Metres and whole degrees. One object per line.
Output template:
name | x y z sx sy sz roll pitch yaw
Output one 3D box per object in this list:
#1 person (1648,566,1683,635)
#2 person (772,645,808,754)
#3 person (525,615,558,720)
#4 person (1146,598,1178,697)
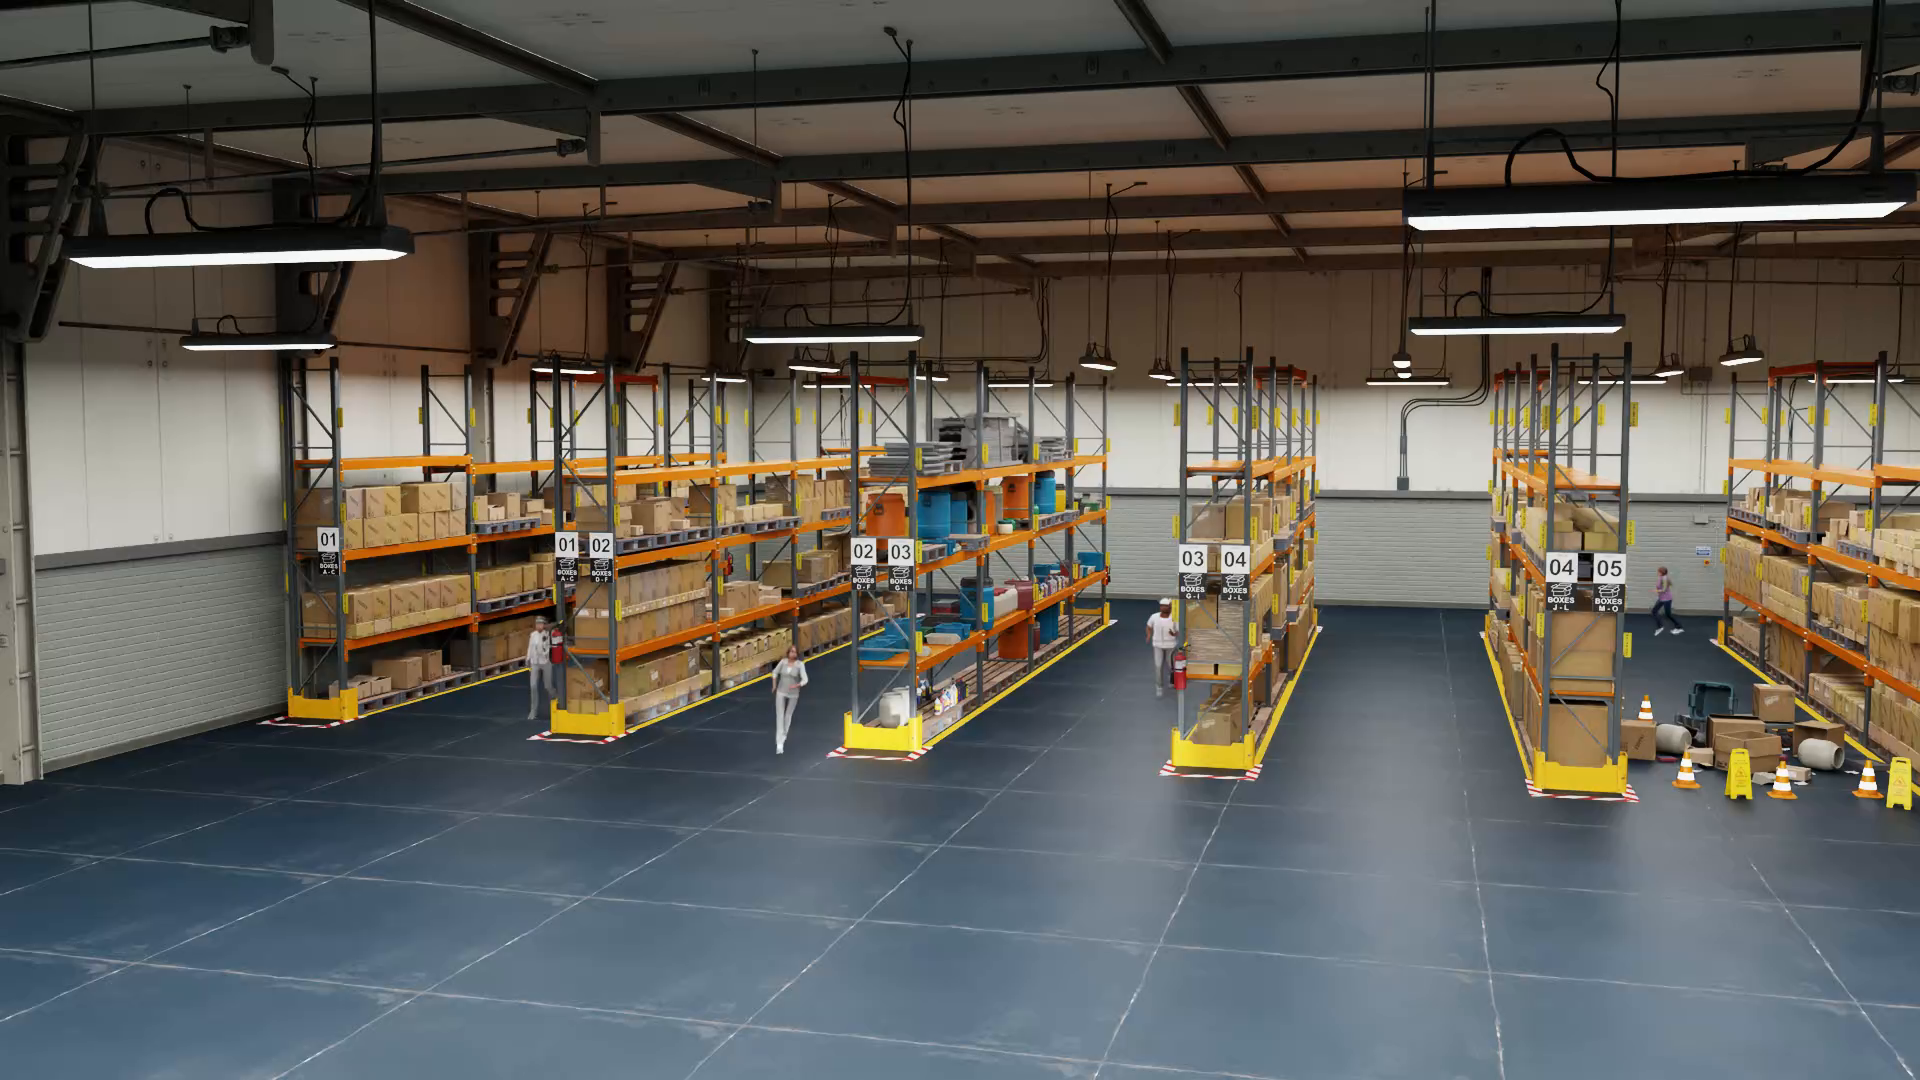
person | 16.238 1.414 38.271 0.786 1.610 0.460 1 4 11
person | -2.573 2.373 25.148 0.549 1.601 0.757 0 4 -5
person | -6.995 2.096 27.805 0.611 1.701 0.844 1 4 9
person | 3.680 1.915 29.913 0.710 1.747 0.968 1 4 14
